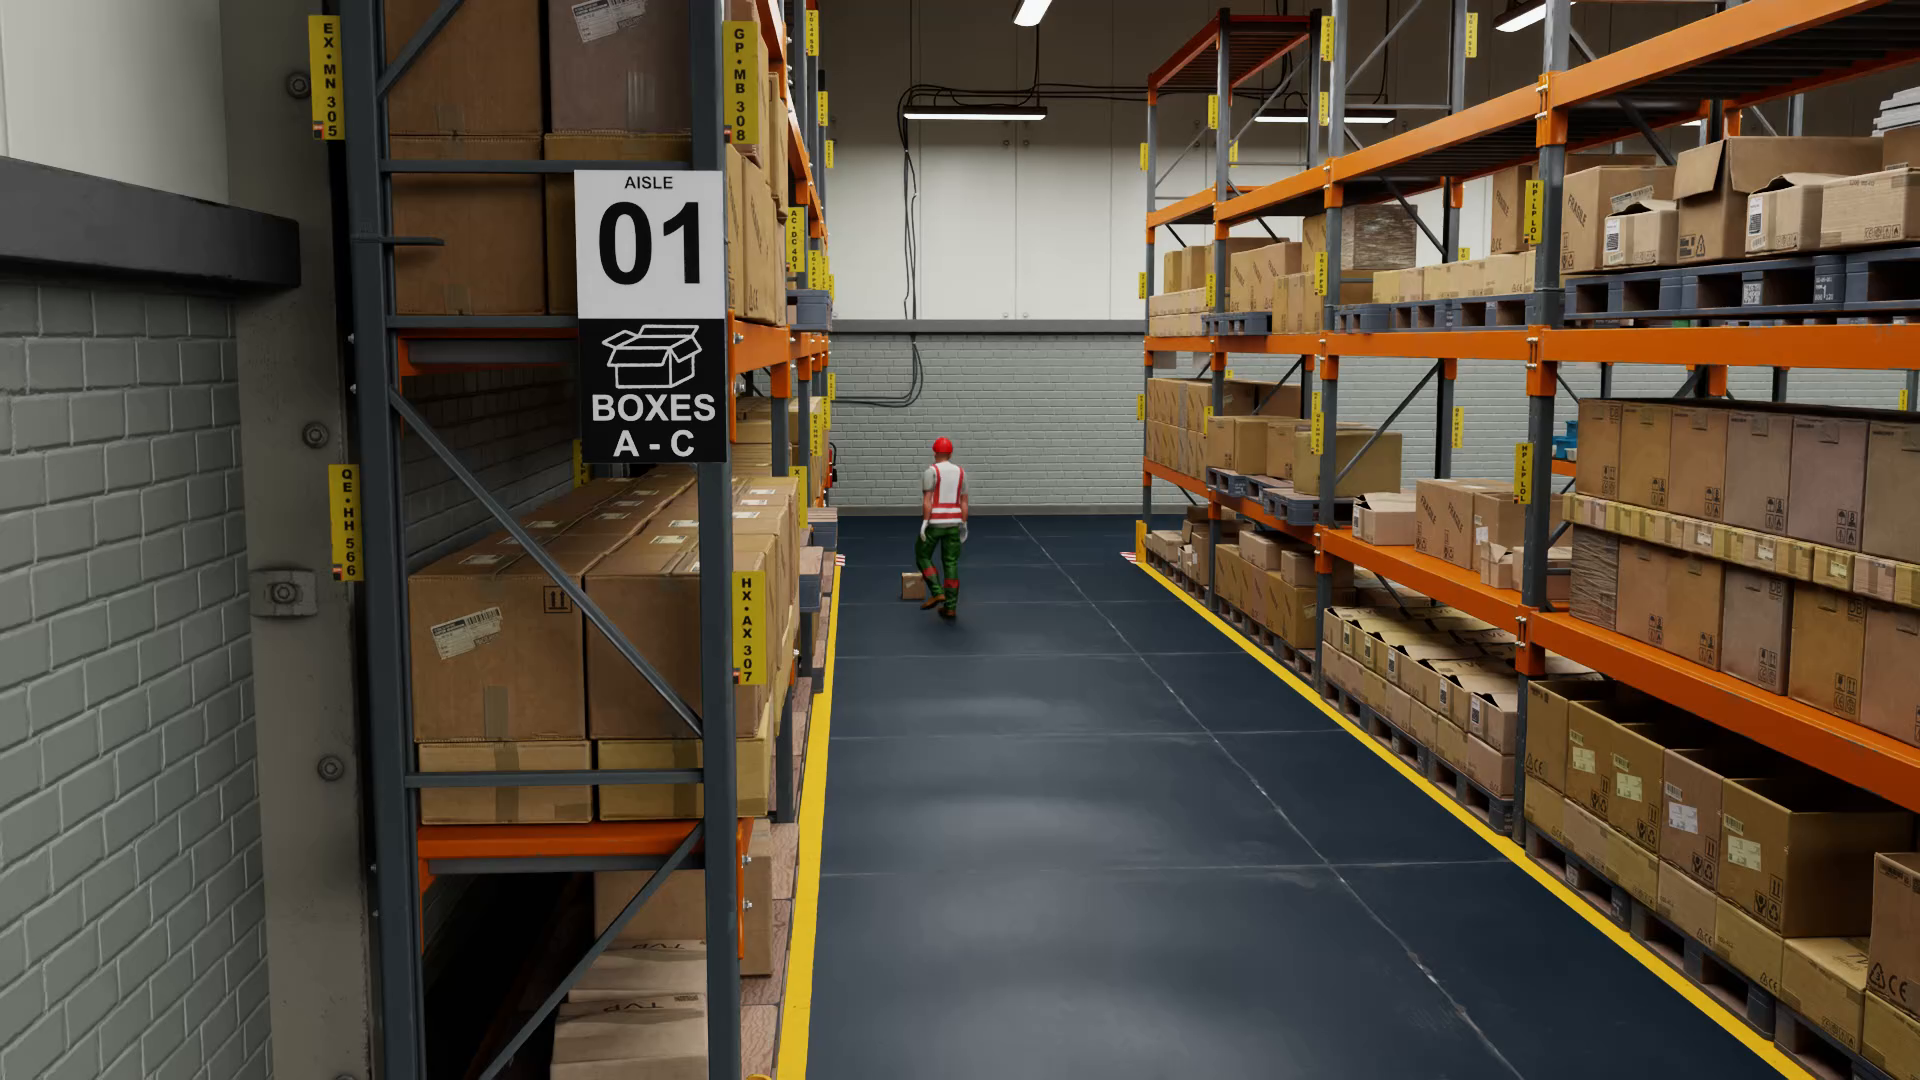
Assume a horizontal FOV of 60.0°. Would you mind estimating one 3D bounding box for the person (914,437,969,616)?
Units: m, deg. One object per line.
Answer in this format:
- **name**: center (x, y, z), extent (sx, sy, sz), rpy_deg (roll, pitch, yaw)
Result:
- **person**: center (-0.176, -0.142, 16.695), extent (0.582, 1.773, 0.467), rpy_deg (-3, 8, -26)
